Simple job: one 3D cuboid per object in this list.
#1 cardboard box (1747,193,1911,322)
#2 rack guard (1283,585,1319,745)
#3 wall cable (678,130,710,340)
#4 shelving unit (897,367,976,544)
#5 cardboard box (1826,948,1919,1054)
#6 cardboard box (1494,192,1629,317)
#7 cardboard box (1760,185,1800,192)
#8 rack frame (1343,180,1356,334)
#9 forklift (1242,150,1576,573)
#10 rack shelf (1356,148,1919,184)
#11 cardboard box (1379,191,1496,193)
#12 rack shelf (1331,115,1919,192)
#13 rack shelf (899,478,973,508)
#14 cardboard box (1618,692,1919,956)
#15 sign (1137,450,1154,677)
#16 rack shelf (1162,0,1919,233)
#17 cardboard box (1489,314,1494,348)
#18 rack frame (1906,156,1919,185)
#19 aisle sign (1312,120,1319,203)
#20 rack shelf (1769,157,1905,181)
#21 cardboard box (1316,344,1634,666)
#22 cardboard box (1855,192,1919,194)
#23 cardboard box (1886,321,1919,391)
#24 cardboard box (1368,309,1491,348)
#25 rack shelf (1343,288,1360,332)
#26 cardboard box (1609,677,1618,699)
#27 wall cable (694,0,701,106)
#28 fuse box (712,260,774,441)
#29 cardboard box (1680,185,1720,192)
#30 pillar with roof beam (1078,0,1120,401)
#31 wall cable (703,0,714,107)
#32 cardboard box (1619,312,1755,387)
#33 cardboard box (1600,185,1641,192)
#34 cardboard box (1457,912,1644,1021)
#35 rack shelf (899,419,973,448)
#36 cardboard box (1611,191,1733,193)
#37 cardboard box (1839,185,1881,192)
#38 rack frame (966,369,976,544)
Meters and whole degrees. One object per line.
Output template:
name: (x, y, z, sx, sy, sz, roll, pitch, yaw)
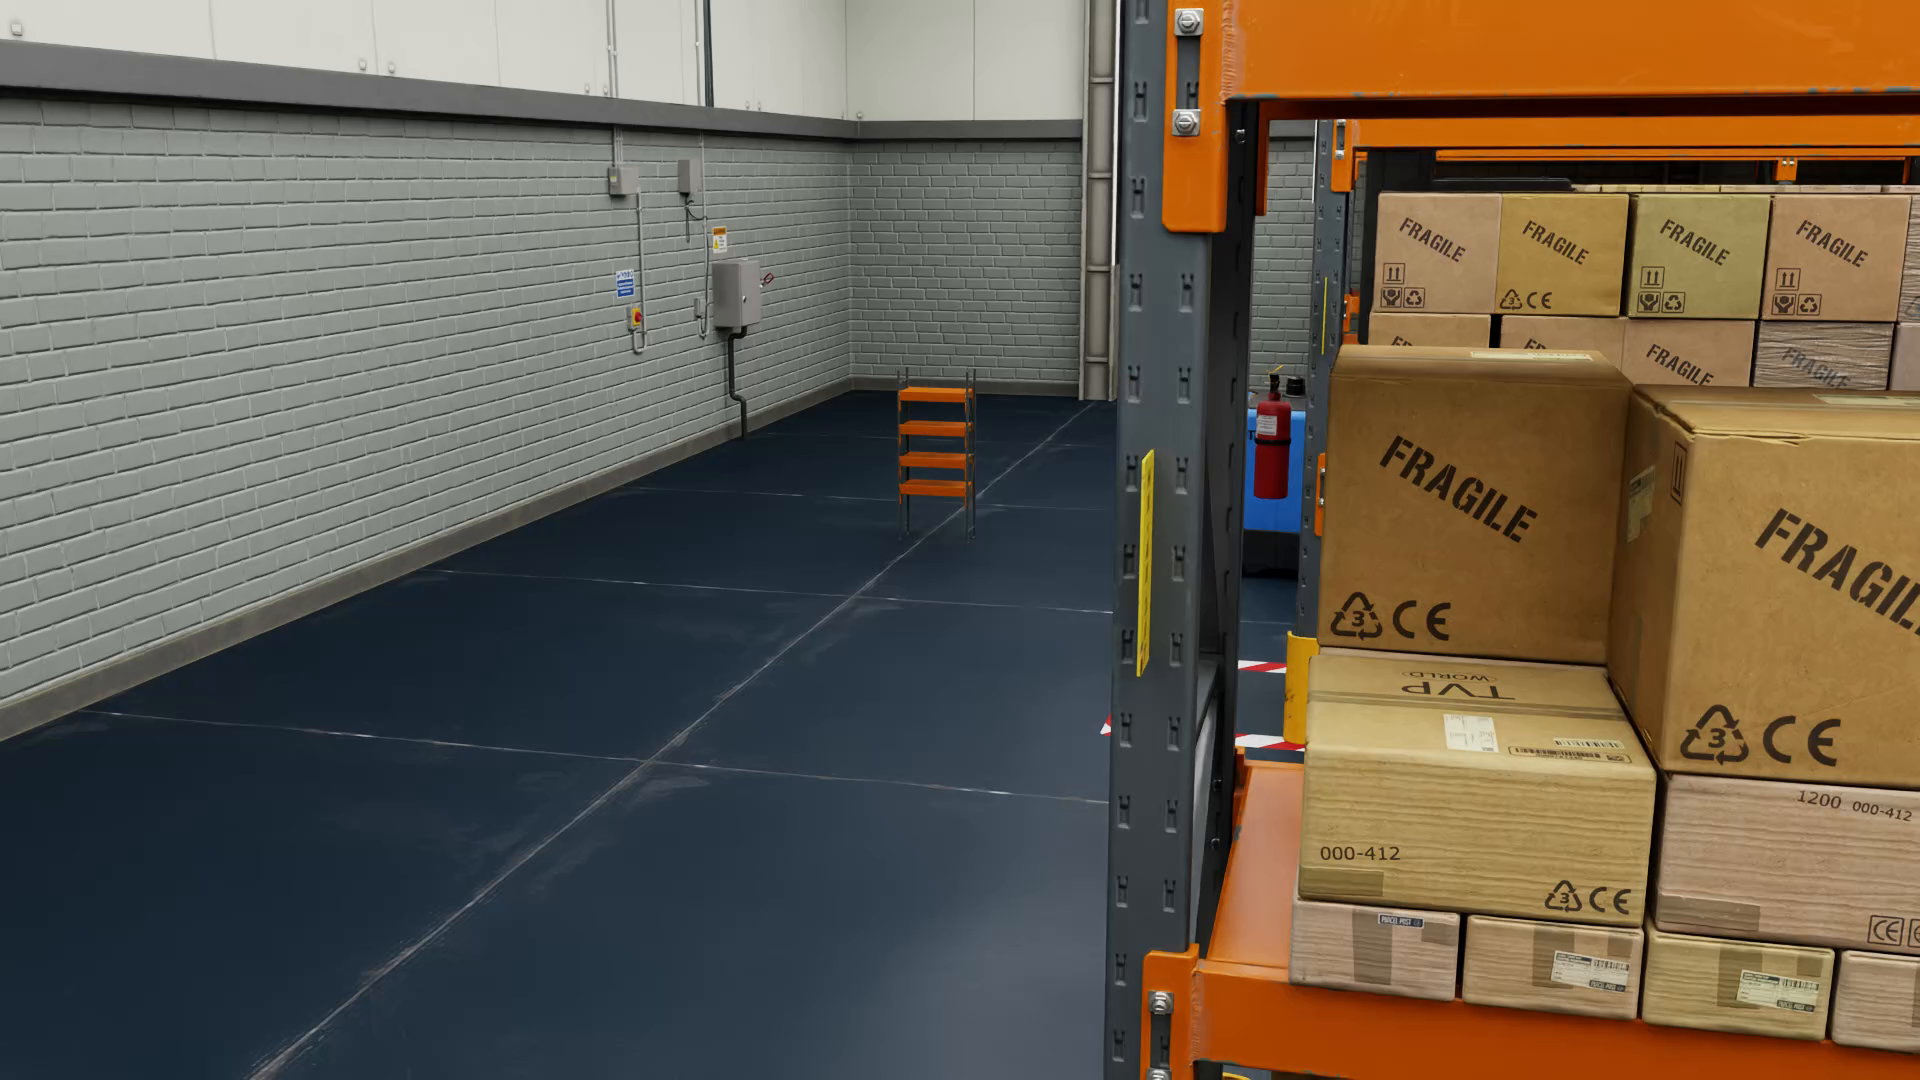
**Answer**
cardboard box: (3.560, -1.179, 6.897, 0.500, 0.500, 0.500, 3, 13, 12)
rack guard: (1.775, 0.566, 8.028, 0.348, 0.500, 1.175, 3, 13, 14)
wall cable: (-2.363, -2.787, 15.024, 0.122, 1.984, 0.588, 3, 13, 14)
shelving unit: (-0.161, -0.594, 11.643, 0.503, 1.200, 0.258, 3, 13, 14)
cardboard box: (1.432, 0.630, 2.551, 0.250, 0.149, 0.380, 3, 13, 13)
cardboard box: (2.565, -1.236, 7.155, 0.500, 0.500, 0.500, 3, 13, 15)
cardboard box: (5.577, -2.360, 11.410, 0.250, 0.149, 0.380, 3, 13, 13)
rack frame: (3.975, -2.748, 17.196, 0.127, 3.000, 1.000, 3, 13, 14)
forklift: (3.248, -1.216, 10.446, 3.031, 2.935, 1.130, 4, 13, 17)
rack shelf: (4.731, -2.714, 11.776, 4.000, 0.370, 1.077, 3, 13, 14)
cardboard box: (2.205, -1.369, 7.753, 0.500, 0.500, 0.500, 3, 13, 12)
rack shelf: (3.643, -1.668, 7.060, 4.000, 0.370, 1.077, 3, 13, 14)
rack shelf: (-0.161, -0.335, 11.700, 0.480, 0.148, 0.258, 3, 13, 14)
cardboard box: (1.322, 0.415, 2.598, 0.500, 0.250, 0.500, 3, 13, 13)
sign: (0.276, 0.035, 2.471, 0.005, 0.325, 0.100, 3, 13, 14)
rack shelf: (2.356, -0.630, 2.383, 4.000, 0.370, 1.077, 3, 13, 14)
cardboard box: (2.698, -0.855, 7.746, 0.500, 0.500, 0.500, 3, 13, 13)
rack frame: (6.672, -1.497, 11.555, 0.127, 3.000, 1.000, 3, 13, 14)
aisle sign: (1.558, -1.868, 7.226, 0.004, 0.787, 0.394, 3, 13, 14)
rack shelf: (9.800, -3.550, 15.546, 4.000, 0.370, 1.077, 3, 13, 14)
cardboard box: (0.951, -0.089, 3.136, 0.500, 0.500, 0.500, 3, 13, 14)
cardboard box: (4.216, -1.264, 7.279, 0.500, 0.500, 0.500, 3, 13, 14)
cardboard box: (4.061, -0.664, 6.882, 0.500, 0.500, 0.500, 3, 13, 13)
cardboard box: (2.071, -0.771, 7.365, 0.500, 0.500, 0.500, 4, 13, 16)
rack shelf: (5.916, -2.293, 16.806, 4.000, 0.370, 1.077, 3, 13, 14)
cardboard box: (1.441, 0.303, 3.101, 0.500, 0.250, 0.500, 3, 13, 13)
wall cable: (-2.618, -5.027, 13.617, 0.029, 3.000, 2.355, 3, 13, 14)
fuse box: (-2.046, -1.797, 15.884, 0.414, 1.711, 0.539, 3, 13, 14)
cardboard box: (5.071, -2.379, 11.495, 0.250, 0.149, 0.380, 3, 13, 12)
pillar with roof beam: (0.541, -5.101, 13.951, 0.400, 9.000, 9.100, 3, 13, 14)
wall cable: (-1.914, -5.629, 16.244, 0.133, 3.039, 2.988, 3, 13, 14)
cardboard box: (3.069, -0.720, 7.138, 0.500, 0.500, 0.500, 3, 13, 14)
cardboard box: (4.563, -2.392, 11.553, 0.250, 0.149, 0.380, 3, 13, 12)
cardboard box: (0.930, 0.603, 2.670, 0.250, 0.149, 0.380, 3, 13, 13)
rack shelf: (-0.161, -0.747, 11.609, 0.480, 0.148, 0.258, 3, 13, 14)
cardboard box: (3.204, -1.318, 7.521, 0.500, 0.500, 0.500, 4, 13, 16)
cardboard box: (6.067, -2.336, 11.301, 0.250, 0.149, 0.380, 3, 13, 15)
rack frame: (0.076, -0.582, 11.585, 0.015, 1.200, 0.240, 3, 13, 14)
